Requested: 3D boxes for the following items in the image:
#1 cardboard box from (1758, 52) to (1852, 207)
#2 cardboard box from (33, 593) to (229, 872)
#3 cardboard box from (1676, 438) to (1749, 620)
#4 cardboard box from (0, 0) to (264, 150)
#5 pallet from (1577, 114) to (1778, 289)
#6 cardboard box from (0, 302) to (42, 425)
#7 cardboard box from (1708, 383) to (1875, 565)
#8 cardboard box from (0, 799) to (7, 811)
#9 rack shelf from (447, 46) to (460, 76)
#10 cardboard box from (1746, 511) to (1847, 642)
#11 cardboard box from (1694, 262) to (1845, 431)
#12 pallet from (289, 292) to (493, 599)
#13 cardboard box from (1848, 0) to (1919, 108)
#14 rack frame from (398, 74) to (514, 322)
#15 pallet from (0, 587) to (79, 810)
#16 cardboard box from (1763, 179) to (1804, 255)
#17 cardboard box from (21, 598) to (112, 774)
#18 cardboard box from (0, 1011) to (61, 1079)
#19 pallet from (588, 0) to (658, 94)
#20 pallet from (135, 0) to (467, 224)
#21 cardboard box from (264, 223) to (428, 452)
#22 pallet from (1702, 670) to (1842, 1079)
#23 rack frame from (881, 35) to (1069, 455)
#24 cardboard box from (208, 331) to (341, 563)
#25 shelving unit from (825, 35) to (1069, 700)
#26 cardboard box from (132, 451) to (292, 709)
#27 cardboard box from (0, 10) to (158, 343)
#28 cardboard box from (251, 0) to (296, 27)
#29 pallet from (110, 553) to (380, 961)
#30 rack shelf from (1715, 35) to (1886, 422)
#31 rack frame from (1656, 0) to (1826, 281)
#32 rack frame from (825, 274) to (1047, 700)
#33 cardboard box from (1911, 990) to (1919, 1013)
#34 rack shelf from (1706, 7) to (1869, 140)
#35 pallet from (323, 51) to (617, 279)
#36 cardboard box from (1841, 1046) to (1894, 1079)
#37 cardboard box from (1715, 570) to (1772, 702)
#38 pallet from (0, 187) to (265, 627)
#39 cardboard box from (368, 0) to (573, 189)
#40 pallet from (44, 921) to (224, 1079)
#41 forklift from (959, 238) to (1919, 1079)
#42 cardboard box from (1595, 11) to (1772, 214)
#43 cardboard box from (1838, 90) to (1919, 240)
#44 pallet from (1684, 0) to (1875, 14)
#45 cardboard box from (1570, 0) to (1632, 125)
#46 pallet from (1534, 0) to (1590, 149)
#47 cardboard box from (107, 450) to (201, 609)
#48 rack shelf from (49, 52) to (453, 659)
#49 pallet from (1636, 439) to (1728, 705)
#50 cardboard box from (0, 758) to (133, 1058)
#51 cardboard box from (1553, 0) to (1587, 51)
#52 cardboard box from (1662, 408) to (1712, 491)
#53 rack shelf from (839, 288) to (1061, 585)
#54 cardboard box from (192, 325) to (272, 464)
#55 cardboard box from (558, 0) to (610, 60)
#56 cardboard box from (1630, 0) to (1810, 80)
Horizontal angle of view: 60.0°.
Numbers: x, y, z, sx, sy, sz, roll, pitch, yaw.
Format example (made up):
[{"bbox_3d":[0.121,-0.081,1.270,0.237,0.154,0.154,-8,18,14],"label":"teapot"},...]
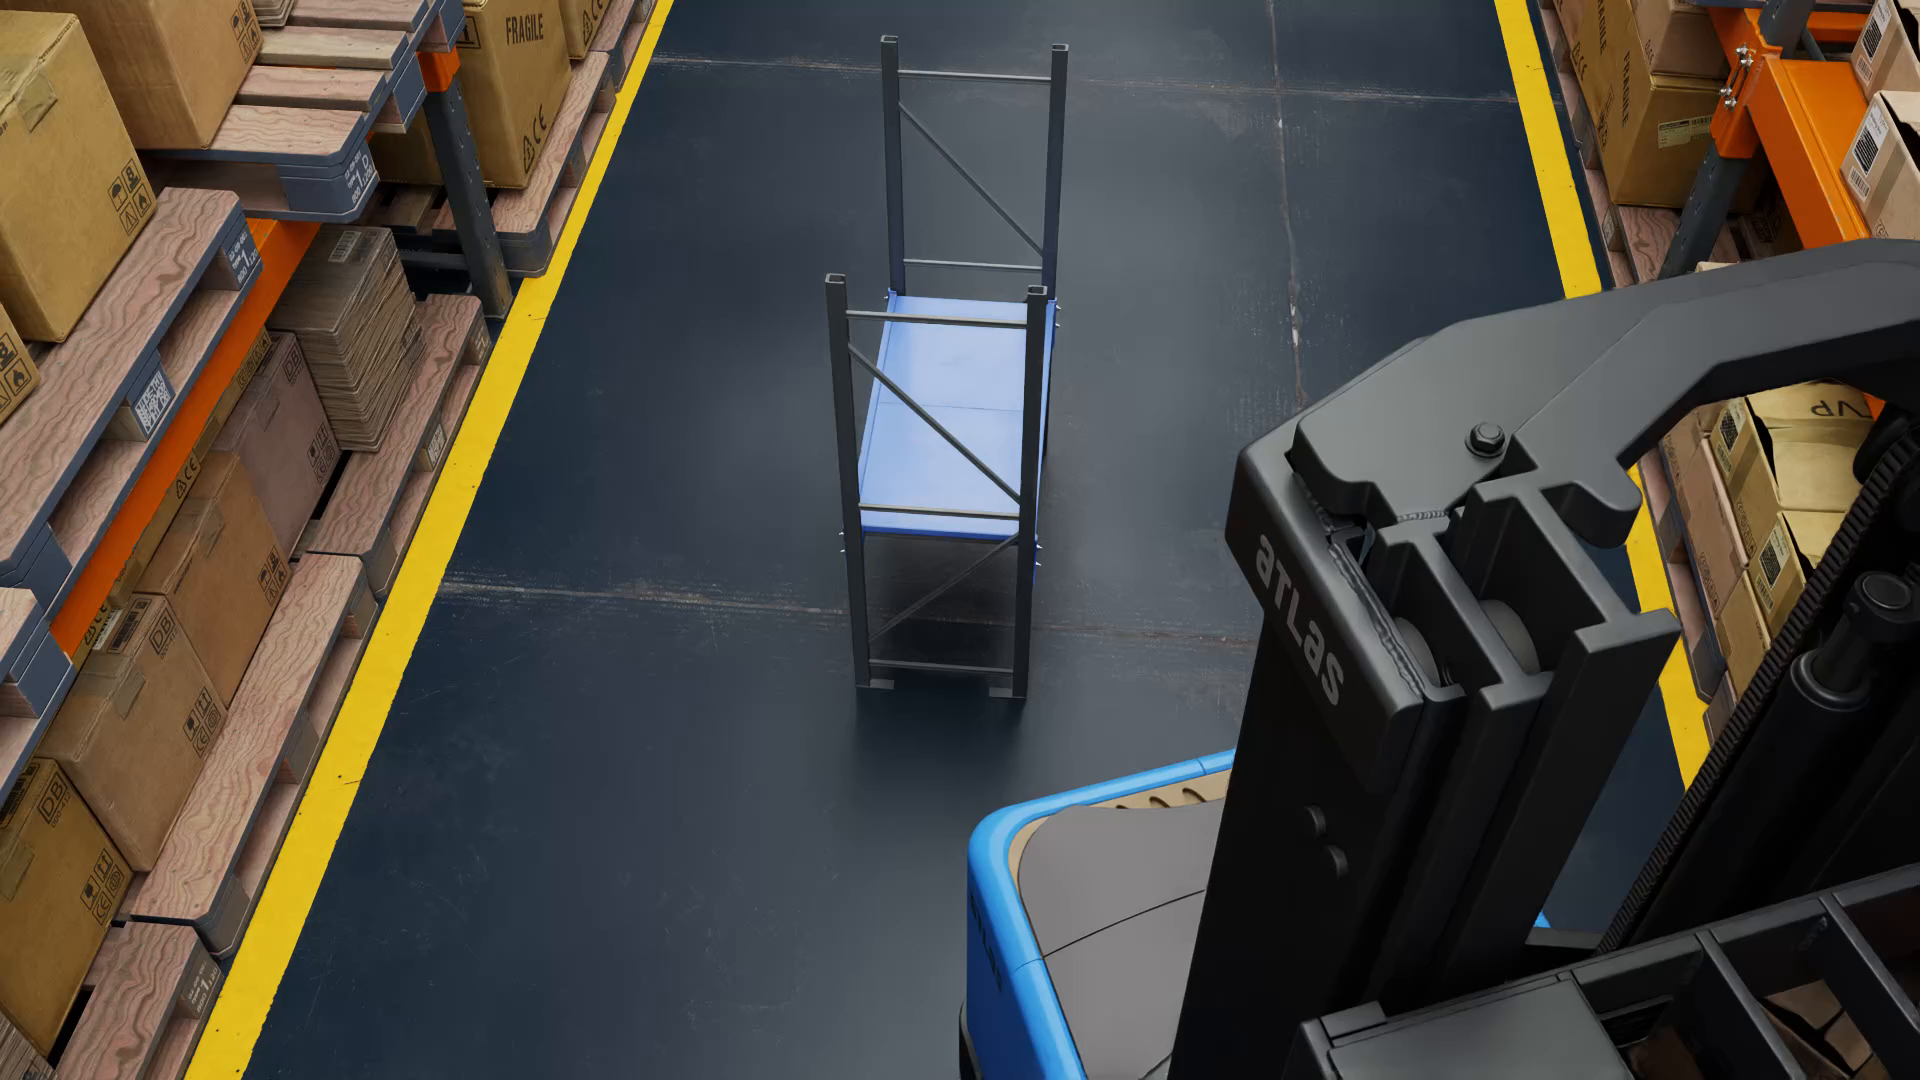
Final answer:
[{"bbox_3d":[3.175,-1.551,6.032,0.500,0.500,0.500,2,48,2],"label":"cardboard box"},{"bbox_3d":[-2.356,0.461,4.191,0.700,0.500,0.500,4,48,4],"label":"cardboard box"},{"bbox_3d":[2.422,-0.025,4.819,0.500,0.250,0.500,3,48,2],"label":"cardboard box"},{"bbox_3d":[-2.183,-1.300,4.040,0.700,0.500,0.500,0,48,0],"label":"cardboard box"},{"bbox_3d":[2.913,-1.151,6.159,1.003,0.211,1.213,4,48,4],"label":"pallet"},{"bbox_3d":[-2.323,-0.387,3.205,0.700,0.500,0.500,10,48,9],"label":"cardboard box"},{"bbox_3d":[2.428,-0.197,4.596,0.500,0.311,0.500,3,48,3],"label":"cardboard box"},{"bbox_3d":[-2.404,0.639,3.520,0.500,0.250,0.500,3,48,3],"label":"cardboard box"},{"bbox_3d":[-1.944,-3.103,6.543,1.077,0.370,4.000,4,48,4],"label":"rack shelf"},{"bbox_3d":[2.379,0.178,4.254,0.500,0.311,0.500,3,48,2],"label":"cardboard box"},{"bbox_3d":[2.467,-0.584,4.950,0.500,0.311,0.500,5,48,5],"label":"cardboard box"},{"bbox_3d":[-2.199,-0.361,5.437,1.003,0.211,1.213,4,48,4],"label":"pallet"},{"bbox_3d":[2.731,-1.251,4.422,0.500,0.311,0.500,7,48,6],"label":"cardboard box"},{"bbox_3d":[-2.126,-1.876,4.933,1.000,3.000,0.127,4,48,4],"label":"rack frame"},{"bbox_3d":[-2.276,0.576,2.820,1.003,0.211,1.213,4,48,4],"label":"pallet"},{"bbox_3d":[3.133,-1.166,5.679,0.500,0.500,0.500,6,48,5],"label":"cardboard box"},{"bbox_3d":[-2.360,0.257,3.870,0.500,0.250,0.500,3,48,2],"label":"cardboard box"},{"bbox_3d":[-2.440,1.216,3.501,0.700,0.500,0.500,5,48,5],"label":"cardboard box"},{"bbox_3d":[-1.866,-2.403,7.305,1.003,0.211,1.213,4,48,4],"label":"pallet"},{"bbox_3d":[-2.085,-1.281,4.518,1.213,0.211,1.003,4,48,4],"label":"pallet"},{"bbox_3d":[-2.140,-0.648,5.206,0.700,0.500,0.500,4,48,4],"label":"cardboard box"},{"bbox_3d":[2.580,0.892,4.291,1.003,0.211,1.213,4,48,4],"label":"pallet"},{"bbox_3d":[0.039,-0.817,4.981,0.500,1.500,0.032,4,48,4],"label":"rack frame"},{"bbox_3d":[-2.303,-0.278,4.867,0.700,0.500,0.500,4,48,3],"label":"cardboard box"},{"bbox_3d":[-0.008,-0.443,4.639,0.538,1.500,1.048,4,48,4],"label":"shelving unit"},{"bbox_3d":[-2.320,0.089,4.531,0.700,0.500,0.500,4,48,3],"label":"cardboard box"},{"bbox_3d":[-2.250,-0.795,3.579,0.700,0.500,0.500,4,48,4],"label":"cardboard box"},{"bbox_3d":[-2.159,-1.712,4.417,0.700,0.500,0.500,-1,48,-1],"label":"cardboard box"},{"bbox_3d":[-2.313,0.533,4.619,1.003,0.211,1.213,4,48,4],"label":"pallet"},{"bbox_3d":[2.625,0.167,3.552,1.077,0.370,4.000,4,48,4],"label":"rack shelf"},{"bbox_3d":[2.807,-1.546,4.631,1.000,3.000,0.127,4,48,4],"label":"rack frame"},{"bbox_3d":[-0.054,-0.070,4.298,0.500,1.500,0.032,4,48,4],"label":"rack frame"},{"bbox_3d":[2.283,0.924,3.571,0.500,0.311,0.500,4,48,3],"label":"cardboard box"},{"bbox_3d":[2.989,-2.773,6.241,1.077,0.370,4.000,4,48,4],"label":"rack shelf"},{"bbox_3d":[-1.979,-1.509,6.487,1.003,0.211,1.213,4,48,4],"label":"pallet"},{"bbox_3d":[2.286,1.108,3.783,0.500,0.250,0.500,5,48,4],"label":"cardboard box"},{"bbox_3d":[2.381,0.357,4.469,0.500,0.250,0.500,3,48,2],"label":"cardboard box"},{"bbox_3d":[-2.266,-0.354,3.671,1.003,0.211,1.213,4,48,4],"label":"pallet"},{"bbox_3d":[-1.929,-1.824,6.058,0.750,0.750,0.750,3,48,3],"label":"cardboard box"},{"bbox_3d":[-2.421,1.432,3.797,1.003,0.211,1.213,4,48,4],"label":"pallet"},{"bbox_3d":[0.909,1.226,2.143,1.130,2.935,3.031,-12,49,-11],"label":"forklift"},{"bbox_3d":[2.659,-1.554,6.034,0.500,0.500,0.500,6,48,5],"label":"cardboard box"},{"bbox_3d":[2.533,-0.872,4.075,0.500,0.311,0.500,3,48,3],"label":"cardboard box"},{"bbox_3d":[2.799,-1.984,5.162,1.213,0.211,1.003,4,48,4],"label":"pallet"},{"bbox_3d":[2.706,-1.934,6.382,0.500,0.500,0.500,2,48,2],"label":"cardboard box"},{"bbox_3d":[3.027,-2.045,6.977,1.003,0.211,1.213,4,48,4],"label":"pallet"},{"bbox_3d":[-2.296,-0.109,4.204,0.500,0.250,0.500,4,48,3],"label":"cardboard box"},{"bbox_3d":[-2.308,-0.164,3.854,1.077,0.370,4.000,4,48,4],"label":"rack shelf"},{"bbox_3d":[2.693,-0.002,5.109,1.003,0.211,1.213,4,48,4],"label":"pallet"},{"bbox_3d":[-2.443,0.833,3.851,0.700,0.500,0.500,3,48,3],"label":"cardboard box"},{"bbox_3d":[2.748,-2.320,6.735,0.500,0.500,0.500,2,48,2],"label":"cardboard box"},{"bbox_3d":[2.467,-0.394,5.157,0.500,0.250,0.500,4,48,3],"label":"cardboard box"},{"bbox_3d":[-0.008,-0.322,4.772,0.538,0.185,1.000,4,48,4],"label":"rack shelf"},{"bbox_3d":[-2.254,-0.487,4.550,0.500,0.250,0.500,5,48,4],"label":"cardboard box"},{"bbox_3d":[-1.842,-2.467,6.646,0.750,0.750,0.750,4,48,3],"label":"cardboard box"},{"bbox_3d":[2.660,-1.848,5.795,0.500,0.250,0.500,6,48,5],"label":"cardboard box"}]
